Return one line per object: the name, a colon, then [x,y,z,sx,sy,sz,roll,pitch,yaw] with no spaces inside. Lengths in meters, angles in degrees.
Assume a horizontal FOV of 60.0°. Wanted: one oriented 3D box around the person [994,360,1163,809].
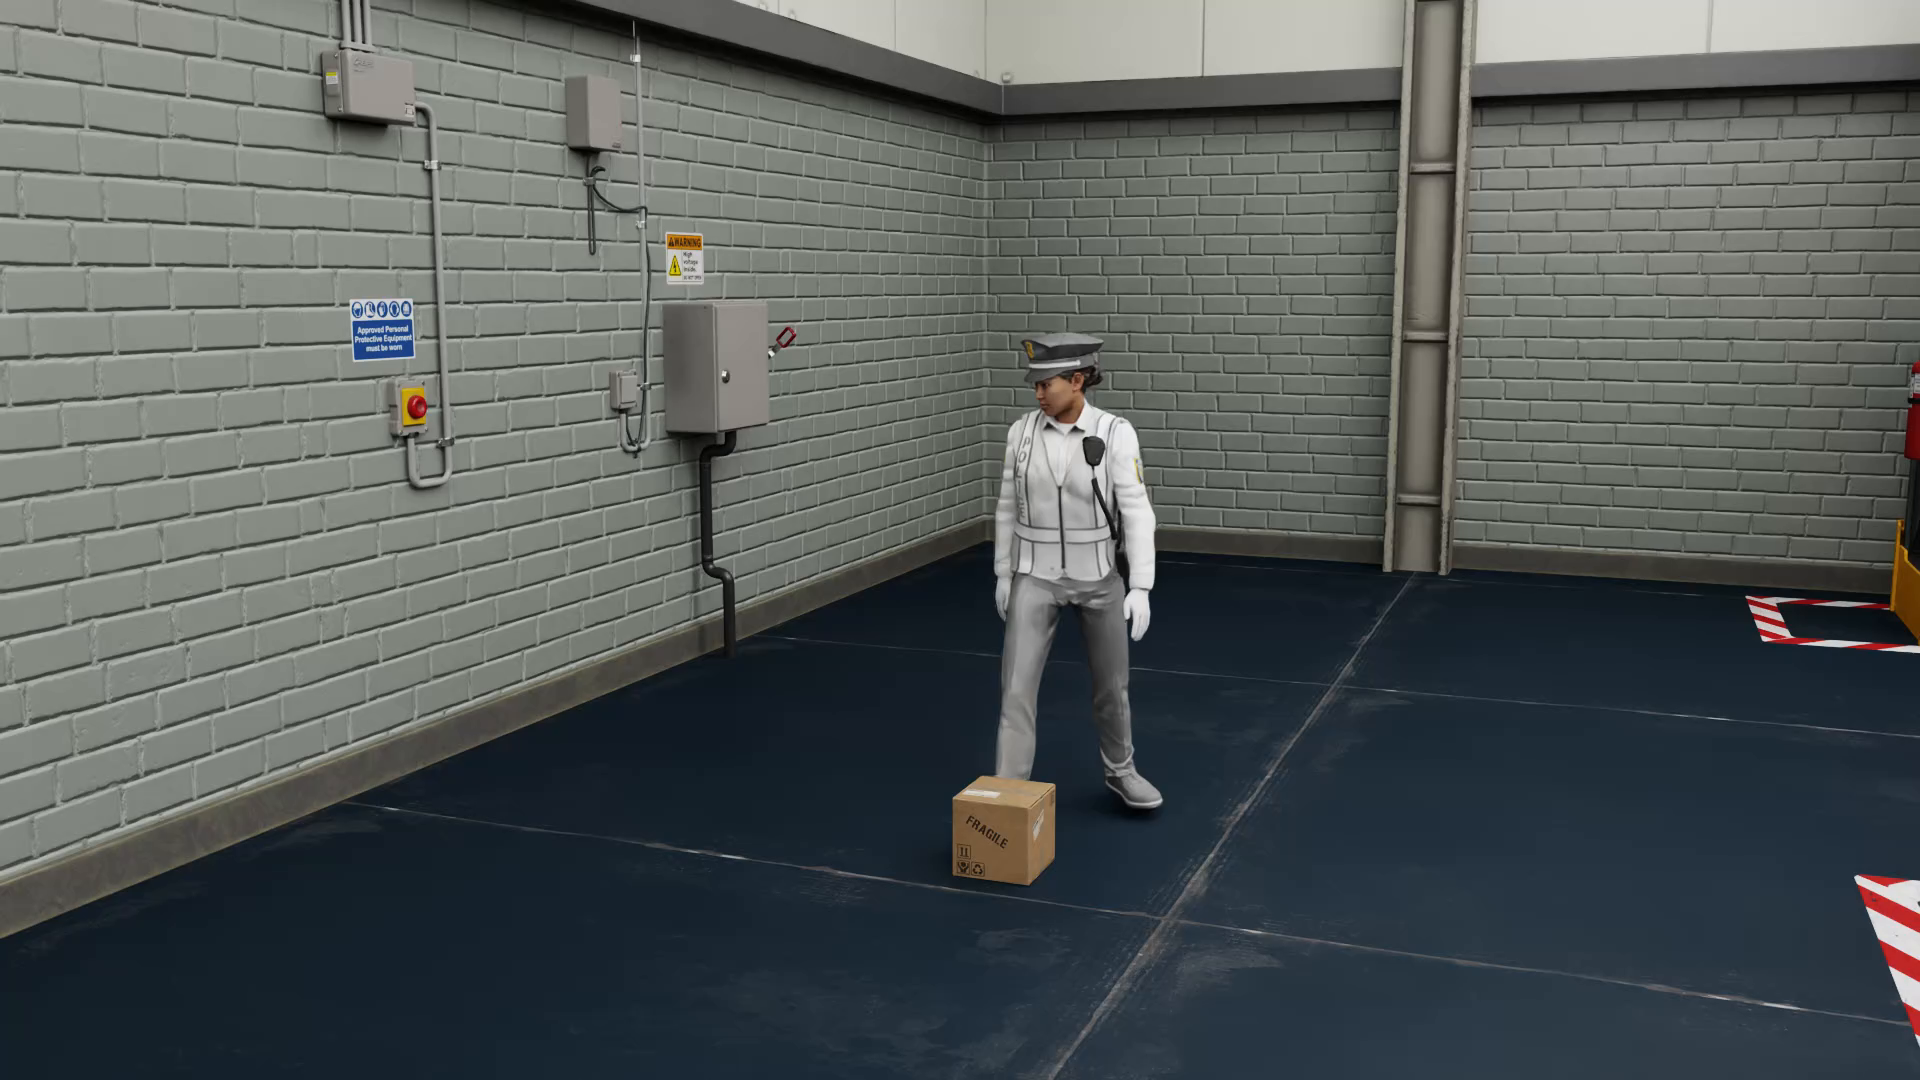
person: [0.360,0.149,5.380,0.604,1.612,0.835,1,9,8]
